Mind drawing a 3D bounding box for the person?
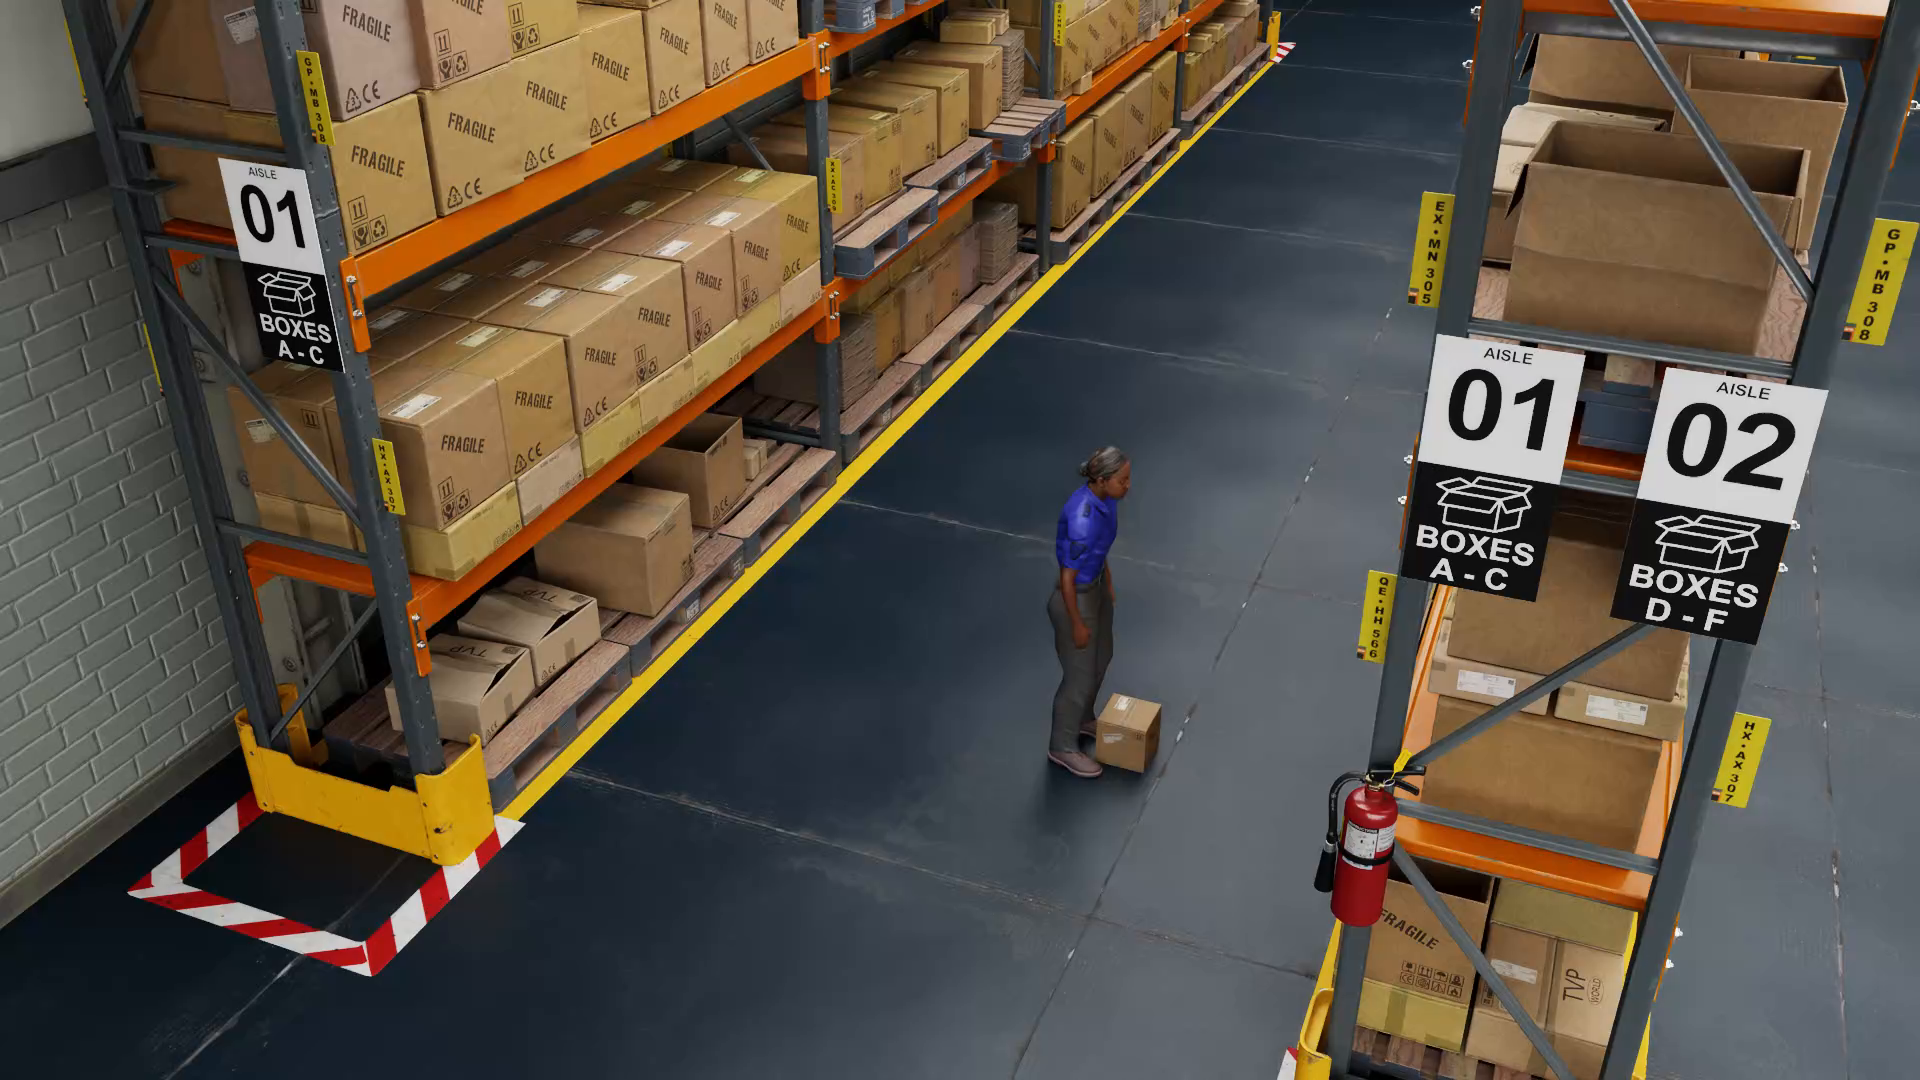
[{"bbox_3d":[0.605,0.300,7.871,0.347,1.655,0.507,11,32,19],"label":"person"}]
